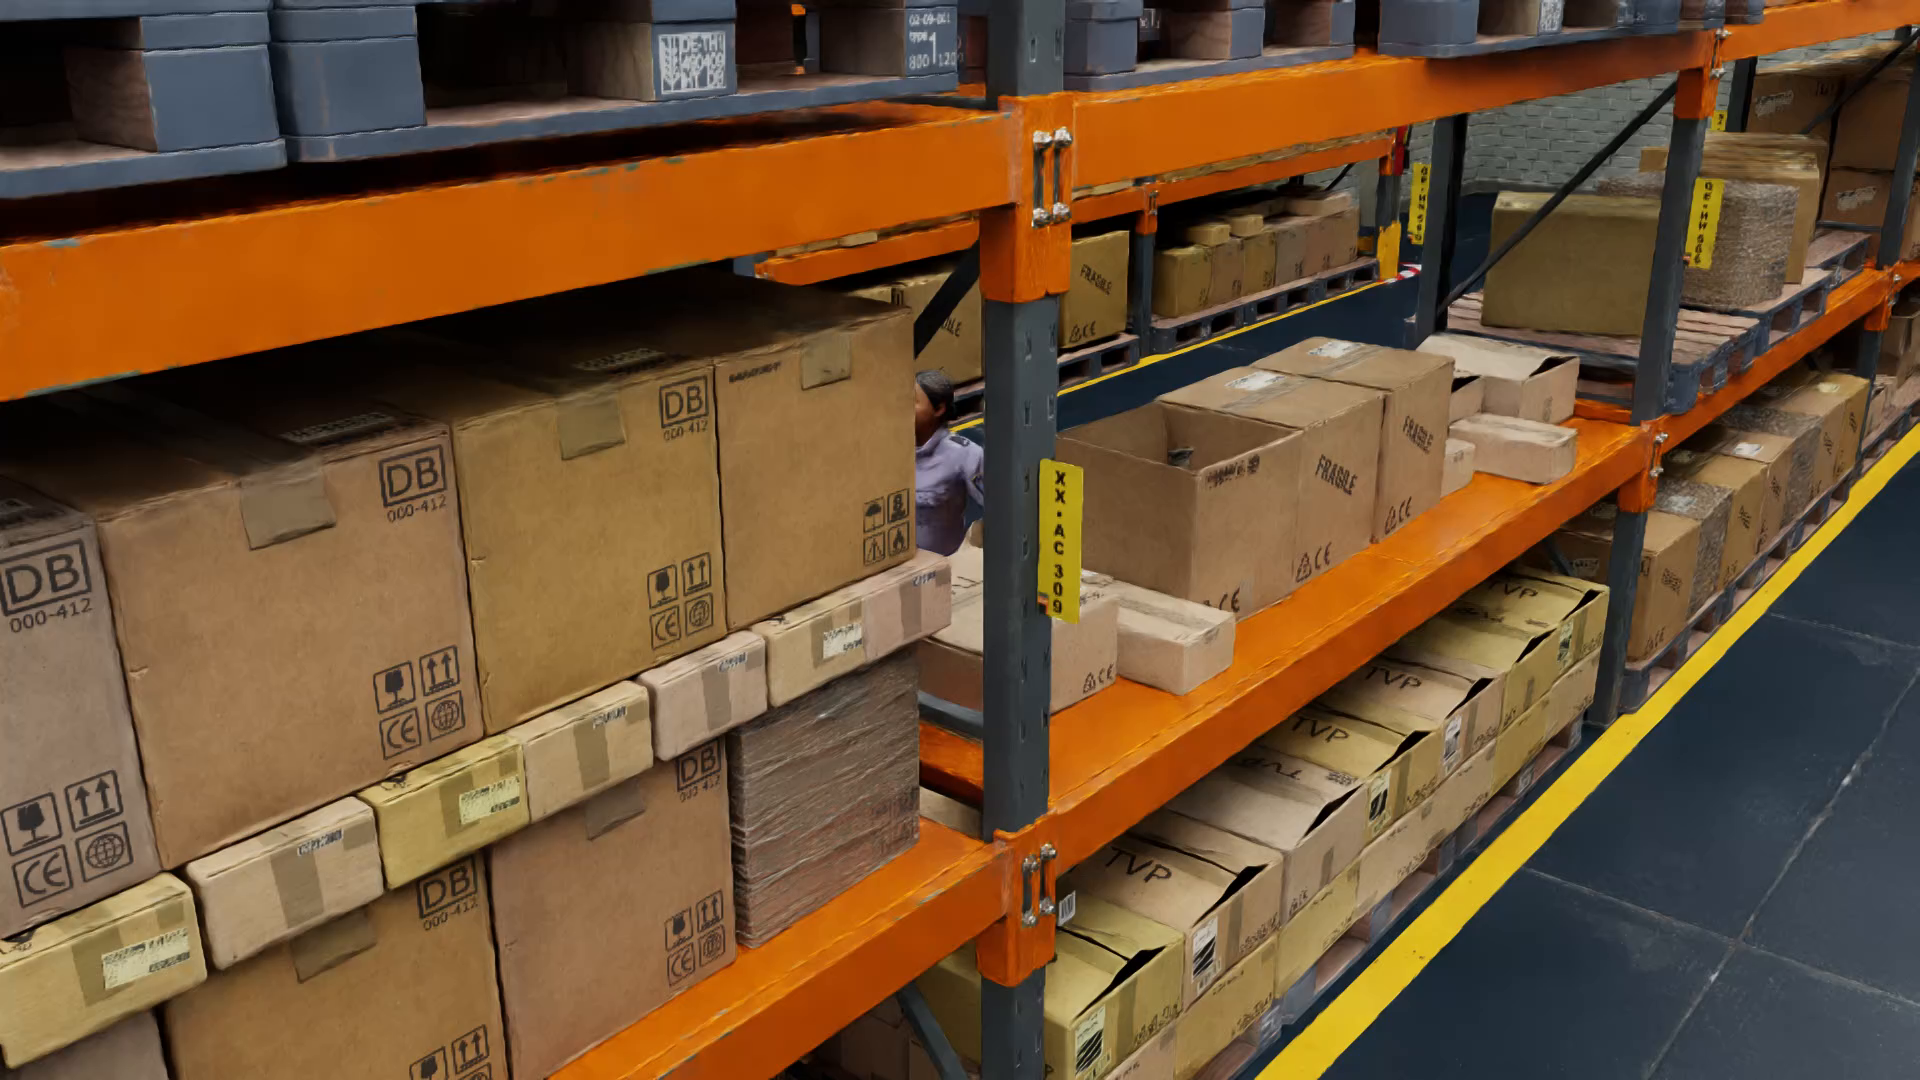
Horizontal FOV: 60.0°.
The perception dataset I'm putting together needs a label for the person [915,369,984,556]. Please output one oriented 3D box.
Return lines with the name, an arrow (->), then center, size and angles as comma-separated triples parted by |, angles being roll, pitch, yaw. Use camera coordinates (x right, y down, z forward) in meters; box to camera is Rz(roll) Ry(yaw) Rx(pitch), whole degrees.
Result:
person -> -0.146, 0.171, 6.200 | 0.708, 1.615, 0.471 | 14, 24, 33
